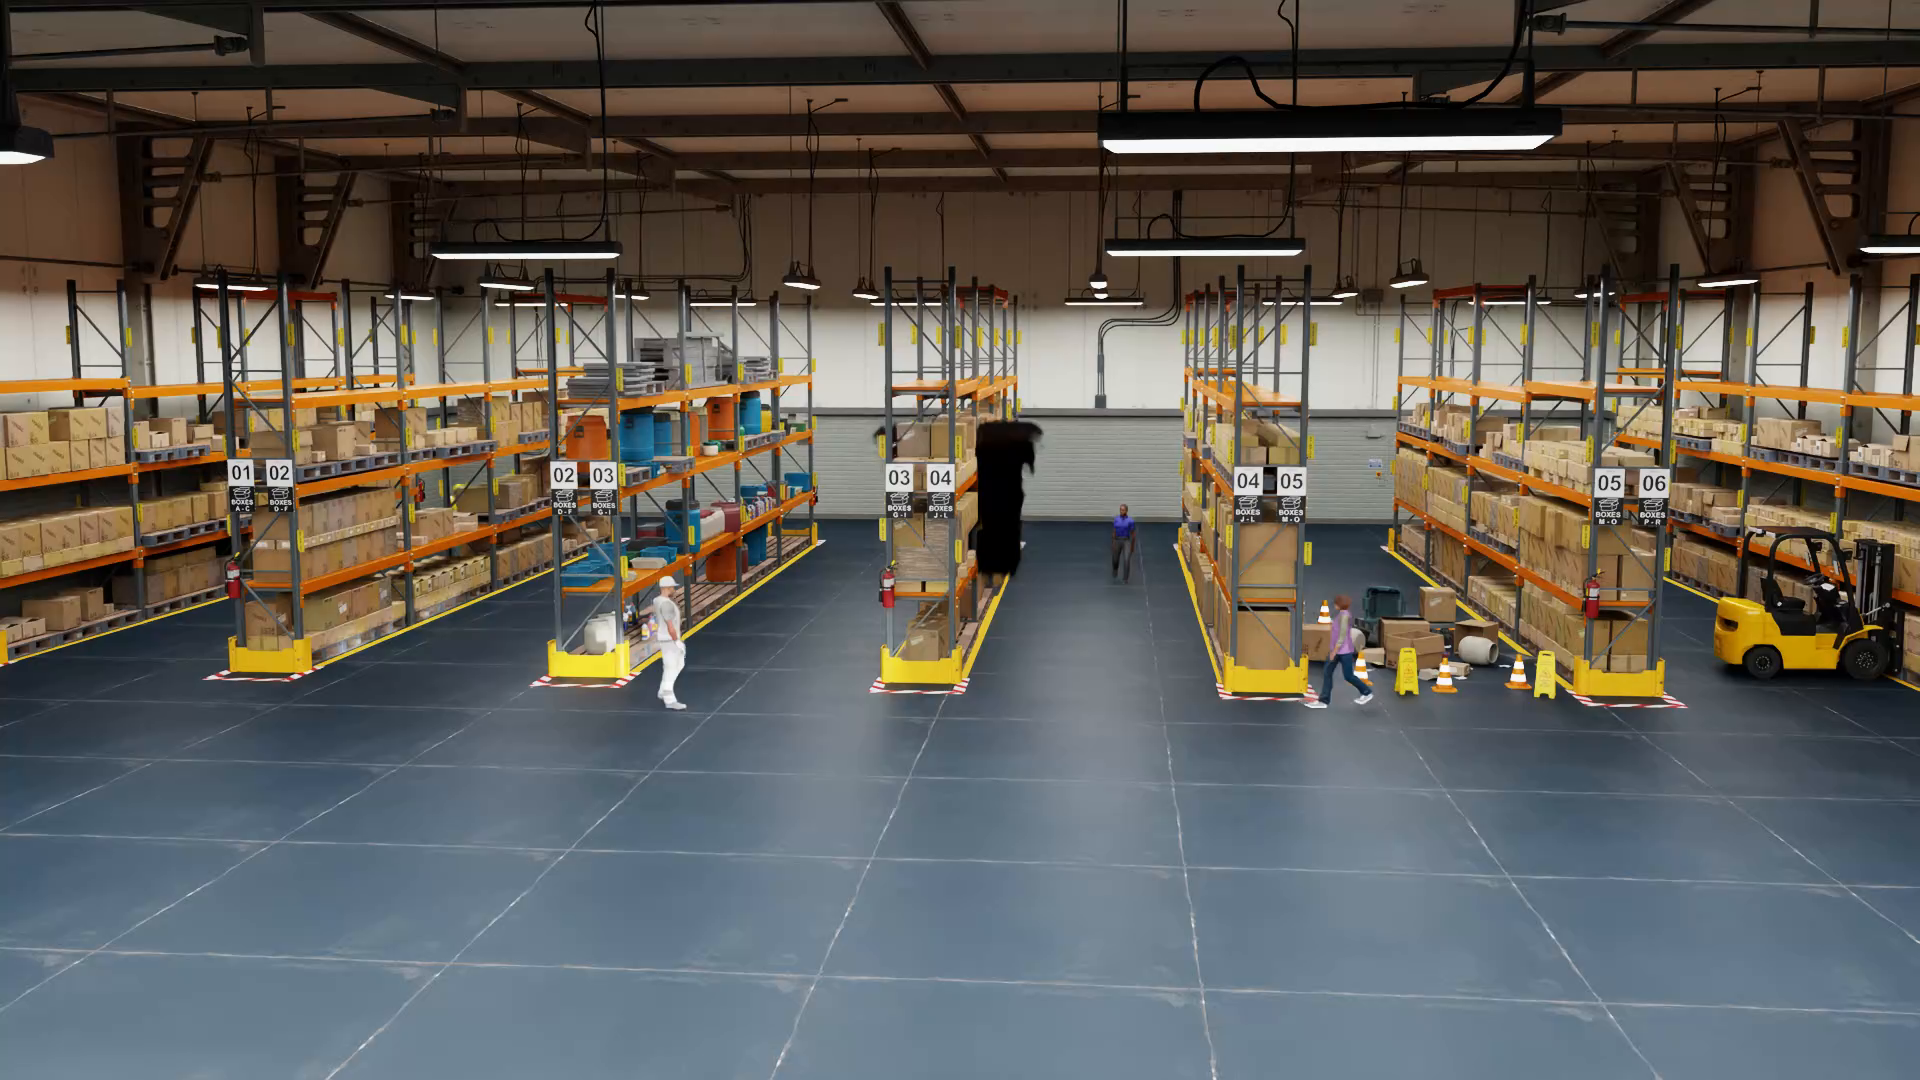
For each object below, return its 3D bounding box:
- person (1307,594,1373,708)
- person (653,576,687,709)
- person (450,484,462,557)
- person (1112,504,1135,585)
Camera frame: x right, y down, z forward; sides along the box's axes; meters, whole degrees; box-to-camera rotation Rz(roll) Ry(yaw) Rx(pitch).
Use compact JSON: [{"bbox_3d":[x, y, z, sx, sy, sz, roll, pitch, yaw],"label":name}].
[{"bbox_3d":[5.161,1.499,22.439,0.877,1.564,0.378,-2,7,-18],"label":"person"},{"bbox_3d":[-3.923,1.382,22.563,0.467,1.800,0.654,-1,7,-4],"label":"person"},{"bbox_3d":[-11.314,-0.392,37.375,0.507,1.730,0.986,1,7,11],"label":"person"},{"bbox_3d":[3.335,0.065,33.930,0.475,1.627,0.665,0,7,4],"label":"person"}]
